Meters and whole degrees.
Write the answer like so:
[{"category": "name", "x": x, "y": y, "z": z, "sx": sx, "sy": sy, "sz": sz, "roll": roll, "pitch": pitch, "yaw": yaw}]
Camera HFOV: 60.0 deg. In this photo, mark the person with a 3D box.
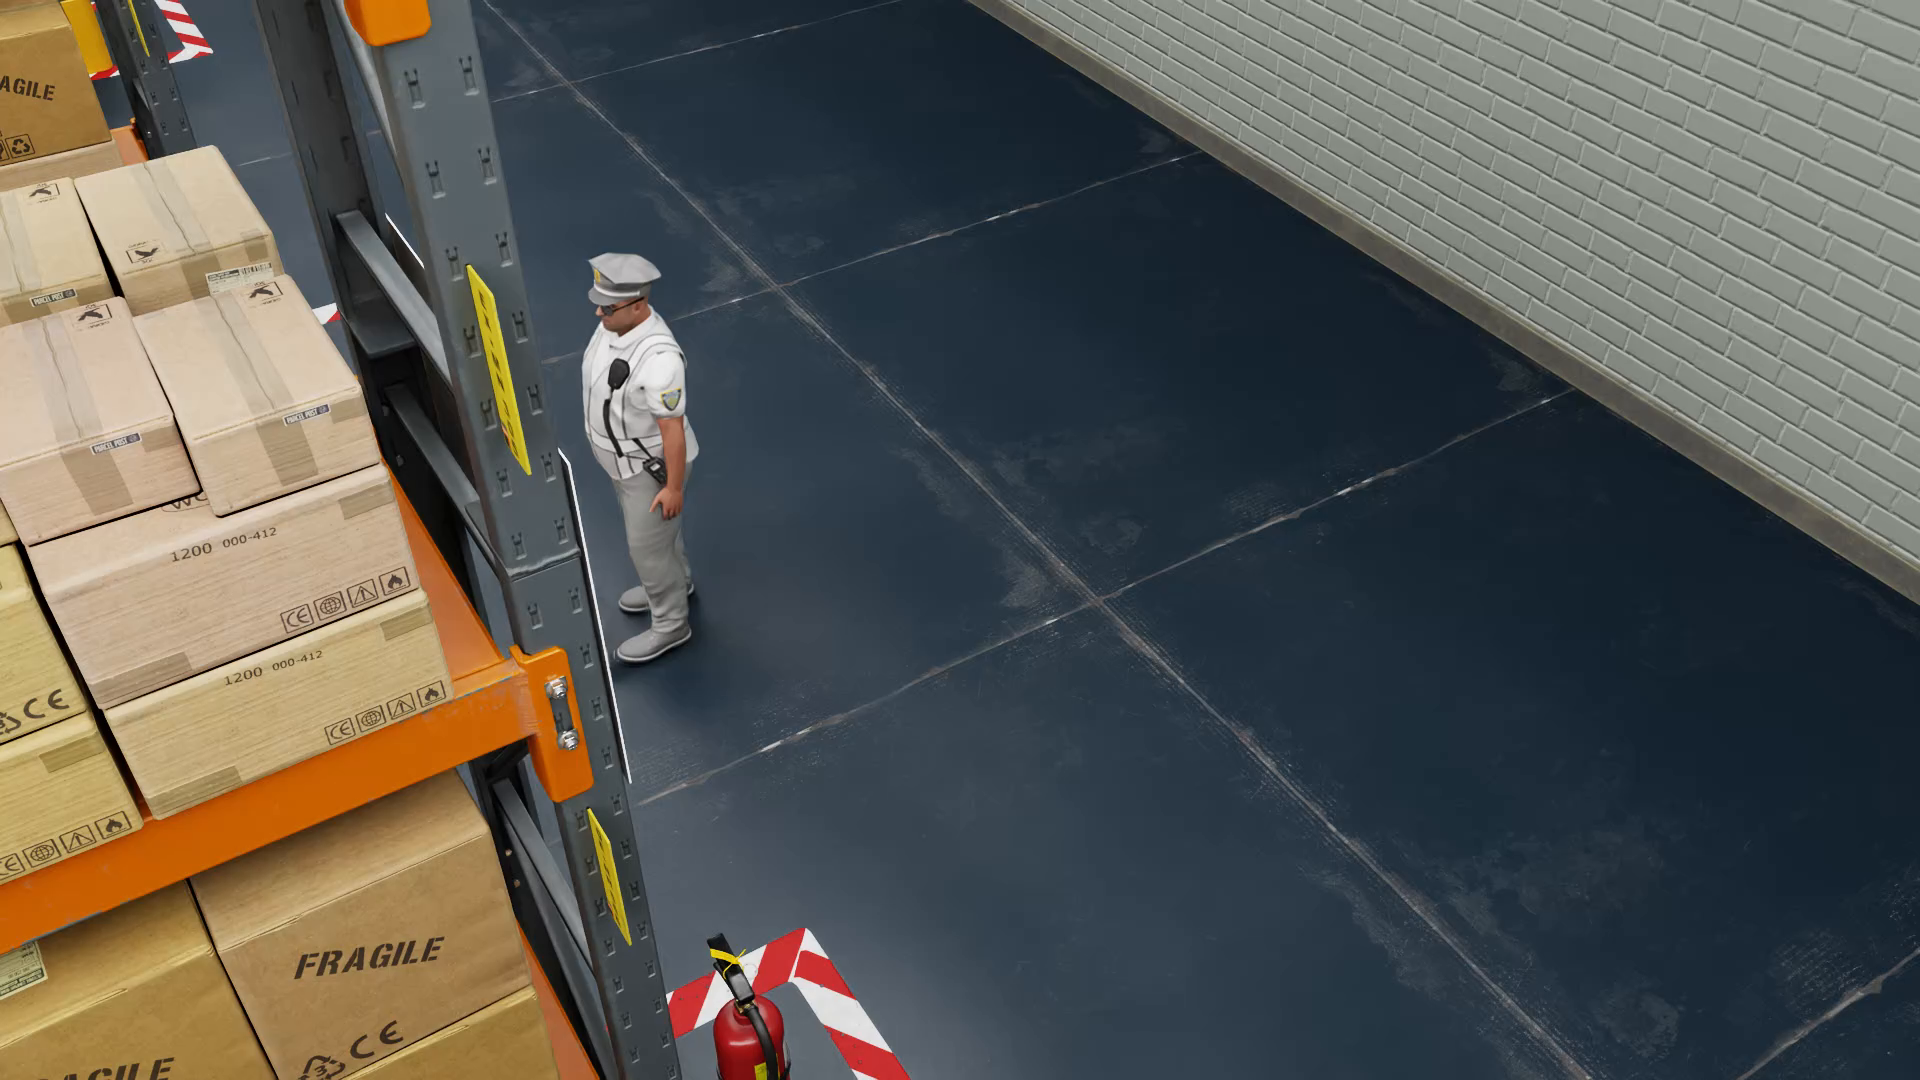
[{"category": "person", "x": -1.281, "y": -0.318, "z": 6.515, "sx": 0.484, "sy": 1.759, "sz": 0.540, "roll": -22, "pitch": 45, "yaw": -23}]
